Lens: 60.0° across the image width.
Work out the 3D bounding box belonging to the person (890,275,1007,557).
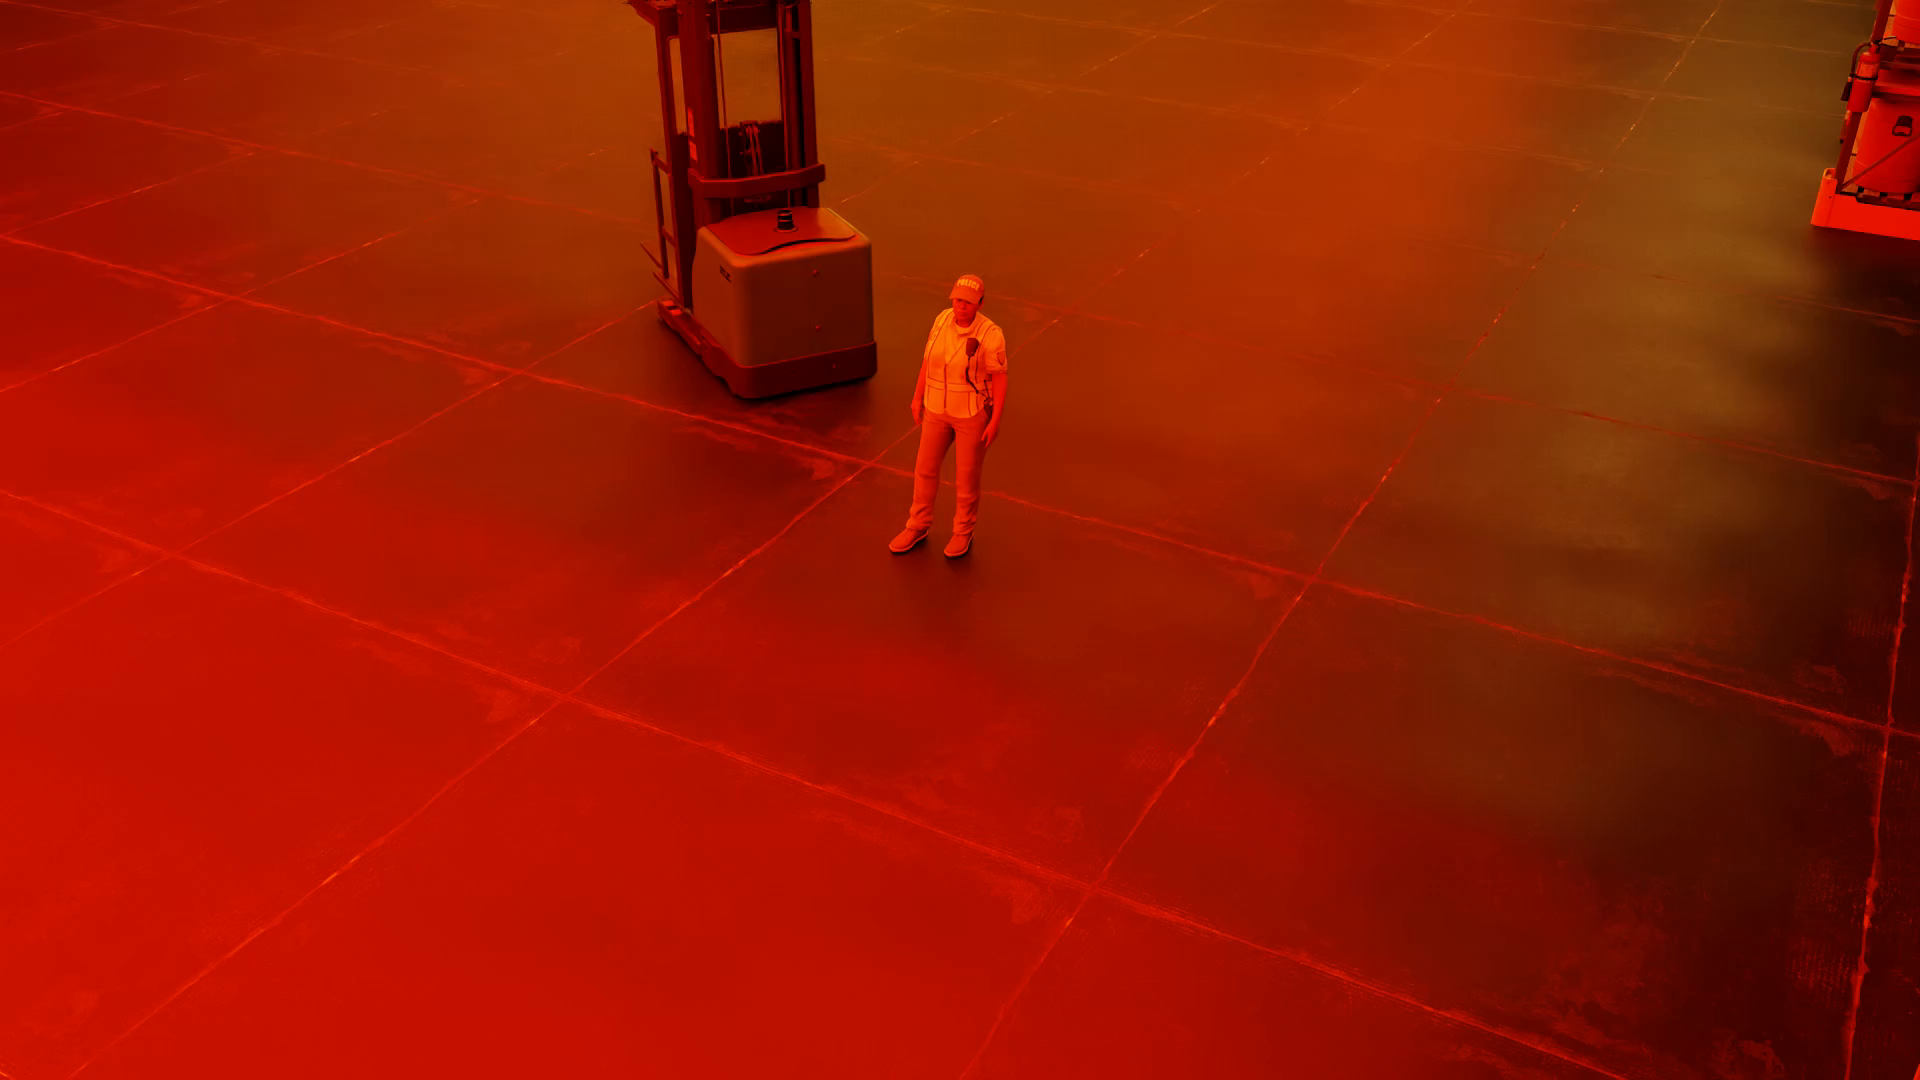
[{"bbox_3d":[-0.057,-0.700,9.534,0.599,1.670,0.529,15,33,25],"label":"person"}]

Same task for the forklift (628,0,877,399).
[{"bbox_3d":[-1.698,-2.965,12.208,1.130,2.935,3.031,-14,33,-22],"label":"forklift"}]
